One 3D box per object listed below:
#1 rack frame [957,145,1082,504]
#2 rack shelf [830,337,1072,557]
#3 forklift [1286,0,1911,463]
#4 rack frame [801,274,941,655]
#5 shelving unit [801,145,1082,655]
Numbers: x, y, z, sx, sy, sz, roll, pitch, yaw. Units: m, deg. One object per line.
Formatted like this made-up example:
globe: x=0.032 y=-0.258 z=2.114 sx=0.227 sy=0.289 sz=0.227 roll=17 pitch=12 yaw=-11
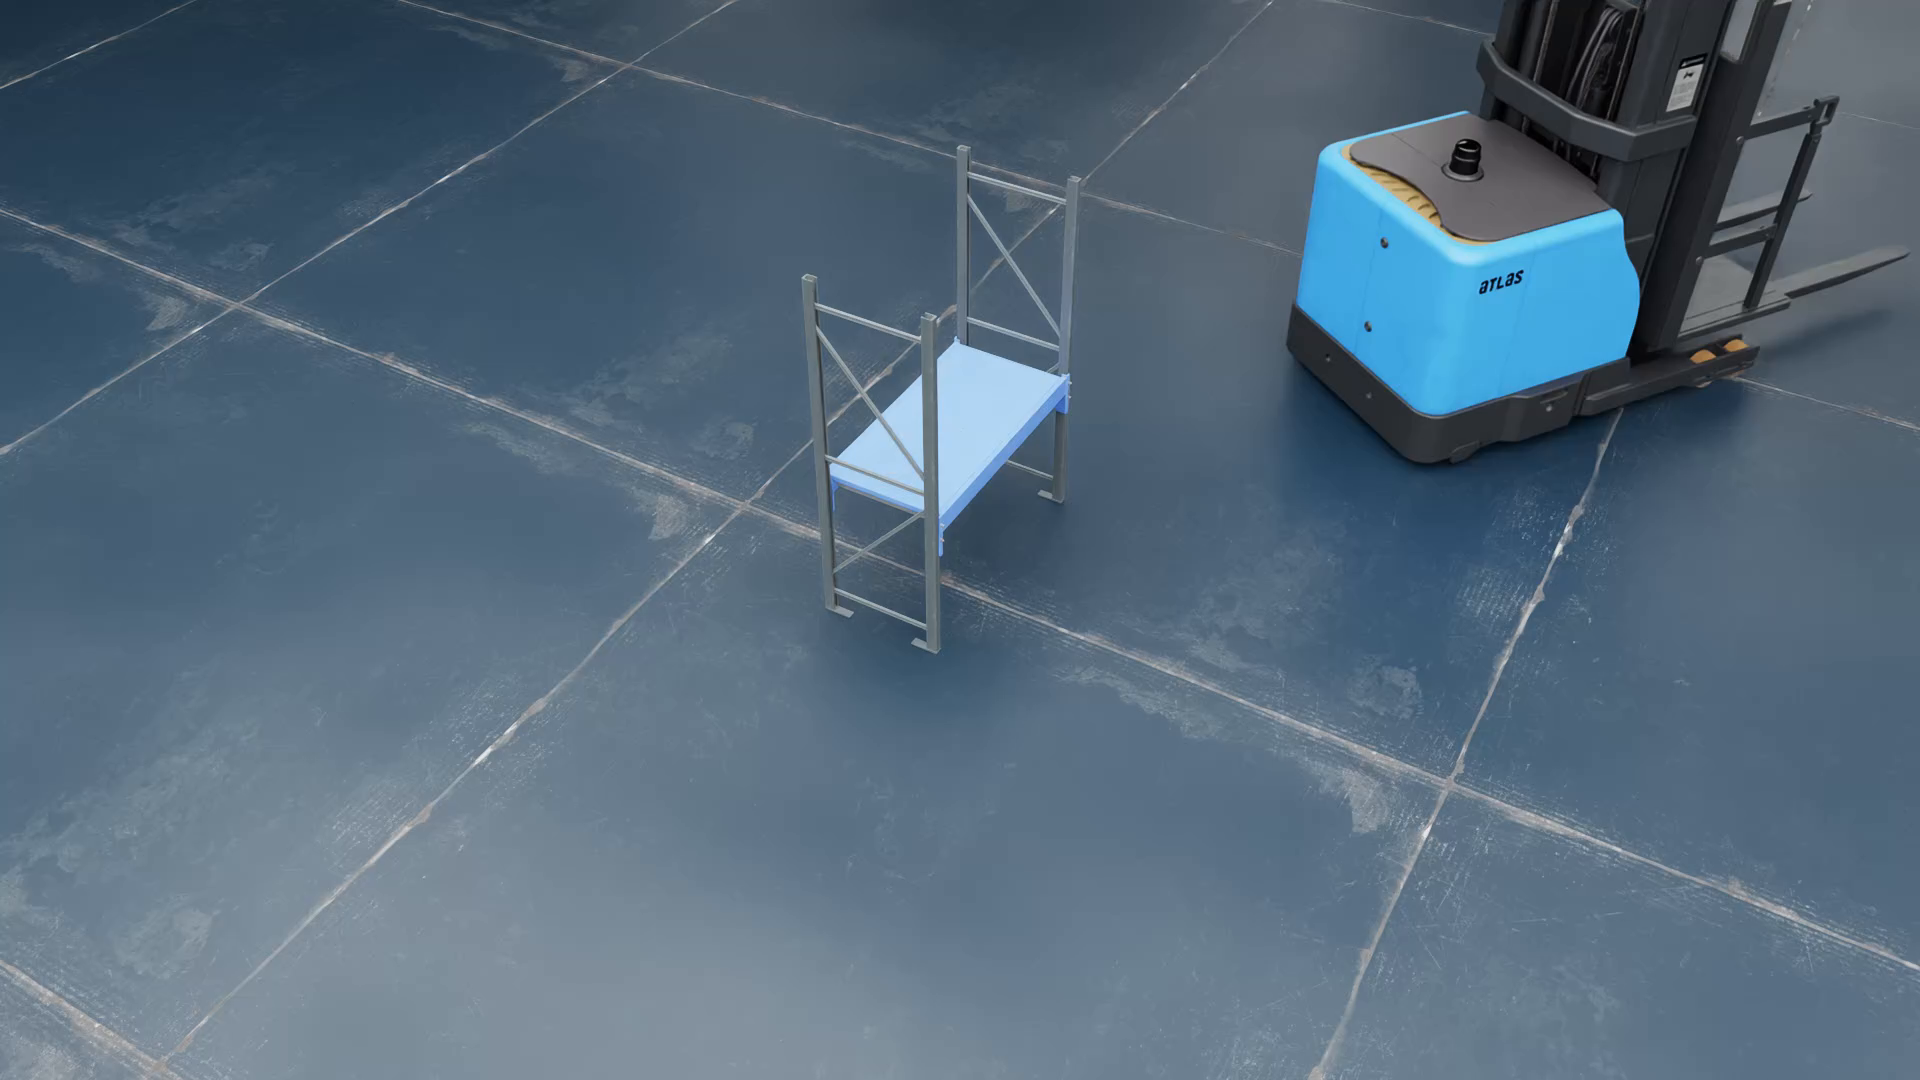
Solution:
rack frame: x=0.212 y=-0.805 z=6.529 sx=0.500 sy=1.500 sz=0.032 roll=21 pitch=45 yaw=22
rack shelf: x=-0.043 y=-0.379 z=6.318 sx=0.538 sy=0.185 sz=1.000 roll=21 pitch=45 yaw=22
forklift: x=3.059 y=-2.089 z=6.904 sx=3.031 sy=2.935 sz=1.130 roll=-17 pitch=44 yaw=-19
rack frame: x=-0.297 y=-0.223 z=5.869 sx=0.500 sy=1.500 sz=0.032 roll=21 pitch=45 yaw=22
shelving unit: x=-0.043 y=-0.514 z=6.199 sx=0.538 sy=1.500 sz=1.048 roll=21 pitch=45 yaw=22
